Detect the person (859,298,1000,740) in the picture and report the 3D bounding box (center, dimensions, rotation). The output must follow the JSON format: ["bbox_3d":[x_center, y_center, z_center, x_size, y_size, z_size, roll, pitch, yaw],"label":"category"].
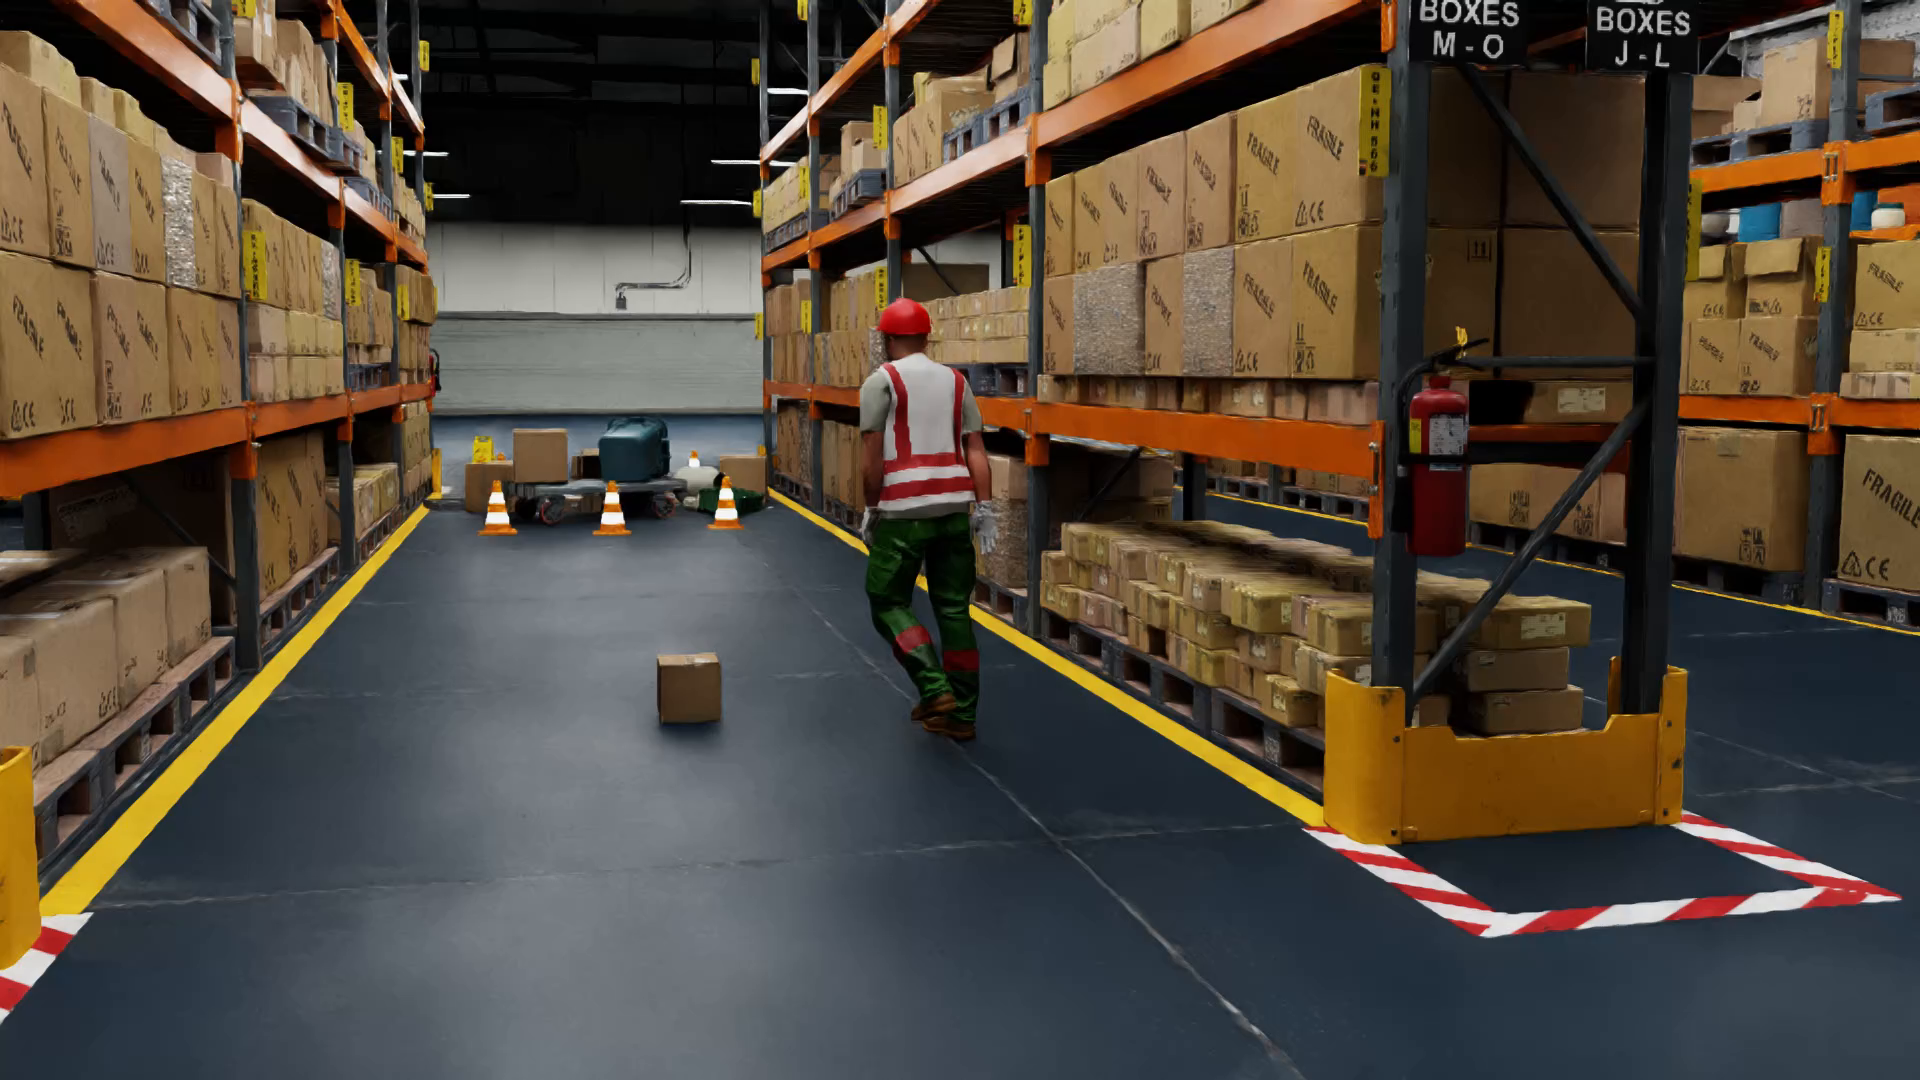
[{"bbox_3d":[-0.134,-0.085,6.656,0.539,1.761,0.675,-4,7,-33],"label":"person"}]
